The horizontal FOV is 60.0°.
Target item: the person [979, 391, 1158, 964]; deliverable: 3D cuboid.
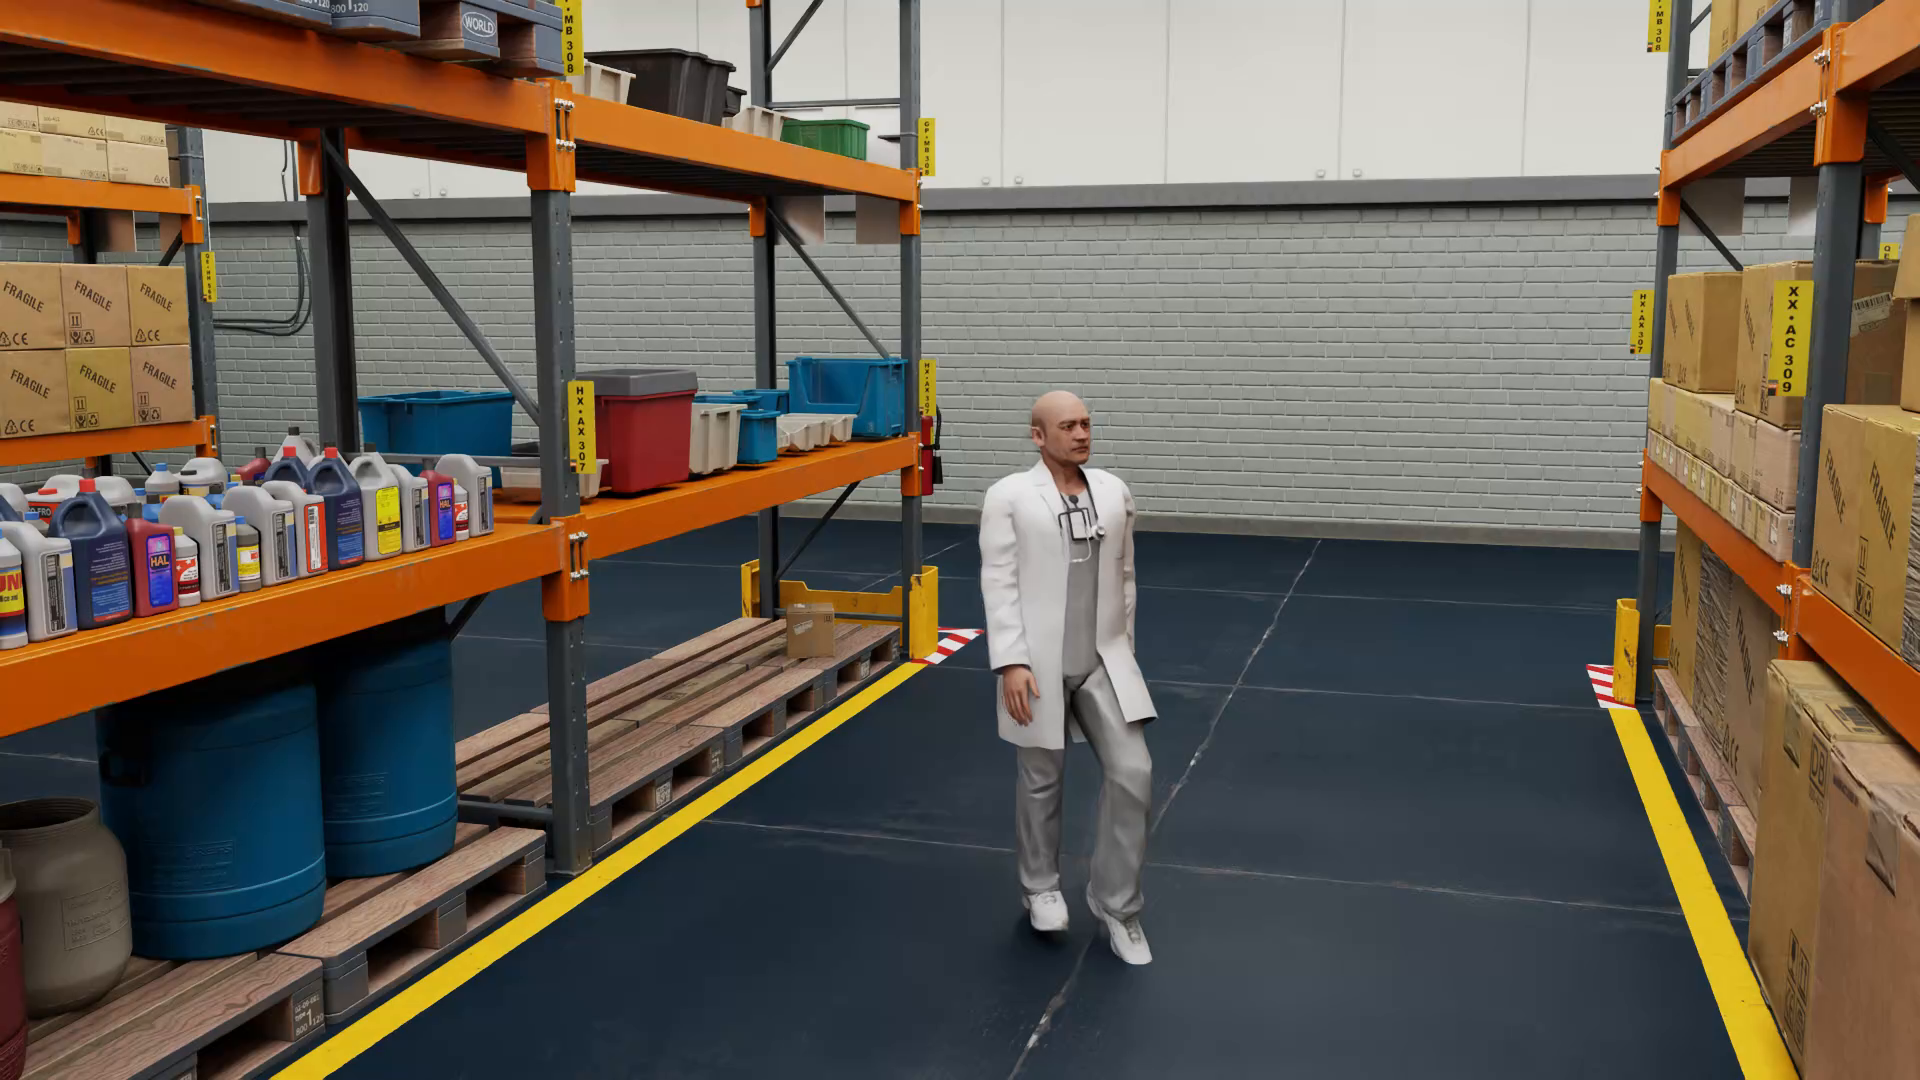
[{"bbox_3d":[0.342,0.448,5.358,0.572,1.848,0.576,-2,8,-15],"label":"person"}]
